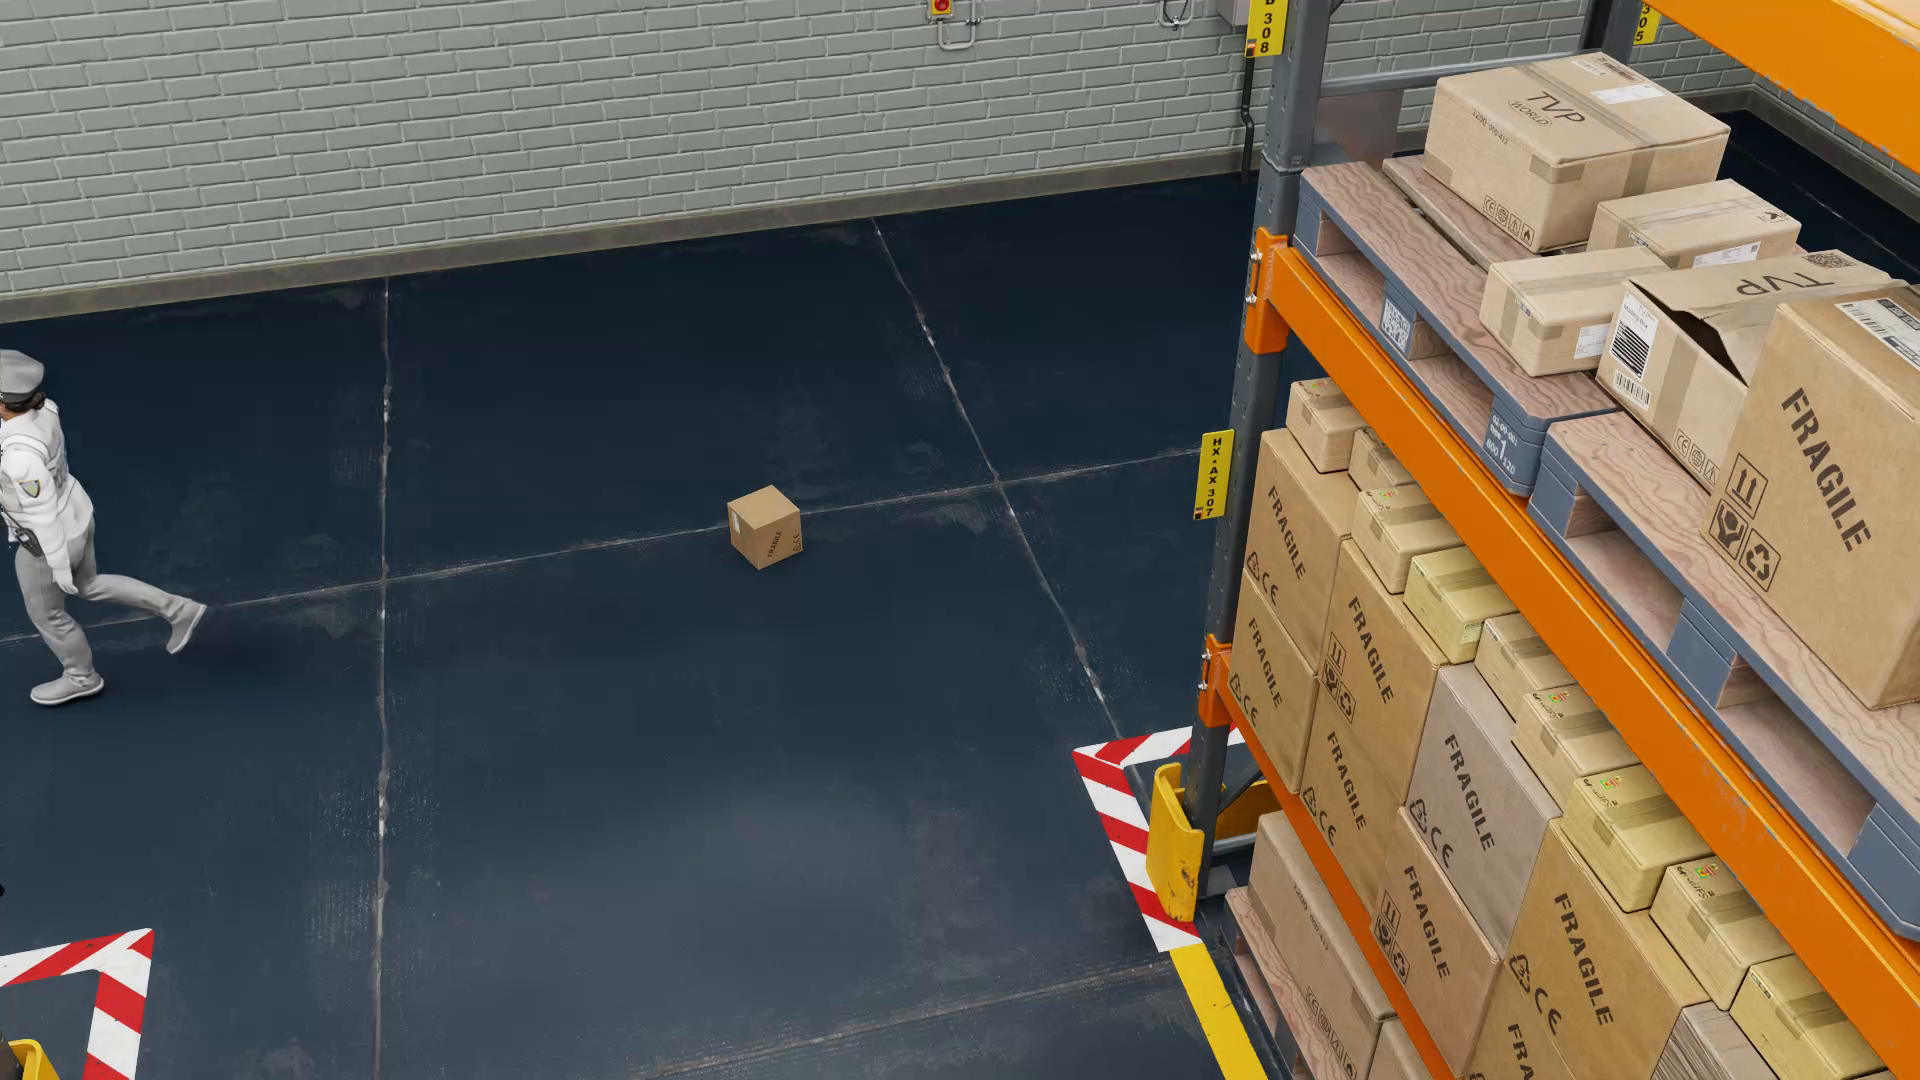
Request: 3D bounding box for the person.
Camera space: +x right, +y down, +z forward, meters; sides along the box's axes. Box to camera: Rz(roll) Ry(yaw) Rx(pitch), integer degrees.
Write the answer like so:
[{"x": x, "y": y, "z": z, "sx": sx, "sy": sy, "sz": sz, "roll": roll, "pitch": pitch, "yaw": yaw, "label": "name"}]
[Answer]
[{"x": -3.622, "y": -0.051, "z": 6.737, "sx": 0.762, "sy": 1.659, "sz": 0.493, "roll": -8, "pitch": 39, "yaw": -9, "label": "person"}]
